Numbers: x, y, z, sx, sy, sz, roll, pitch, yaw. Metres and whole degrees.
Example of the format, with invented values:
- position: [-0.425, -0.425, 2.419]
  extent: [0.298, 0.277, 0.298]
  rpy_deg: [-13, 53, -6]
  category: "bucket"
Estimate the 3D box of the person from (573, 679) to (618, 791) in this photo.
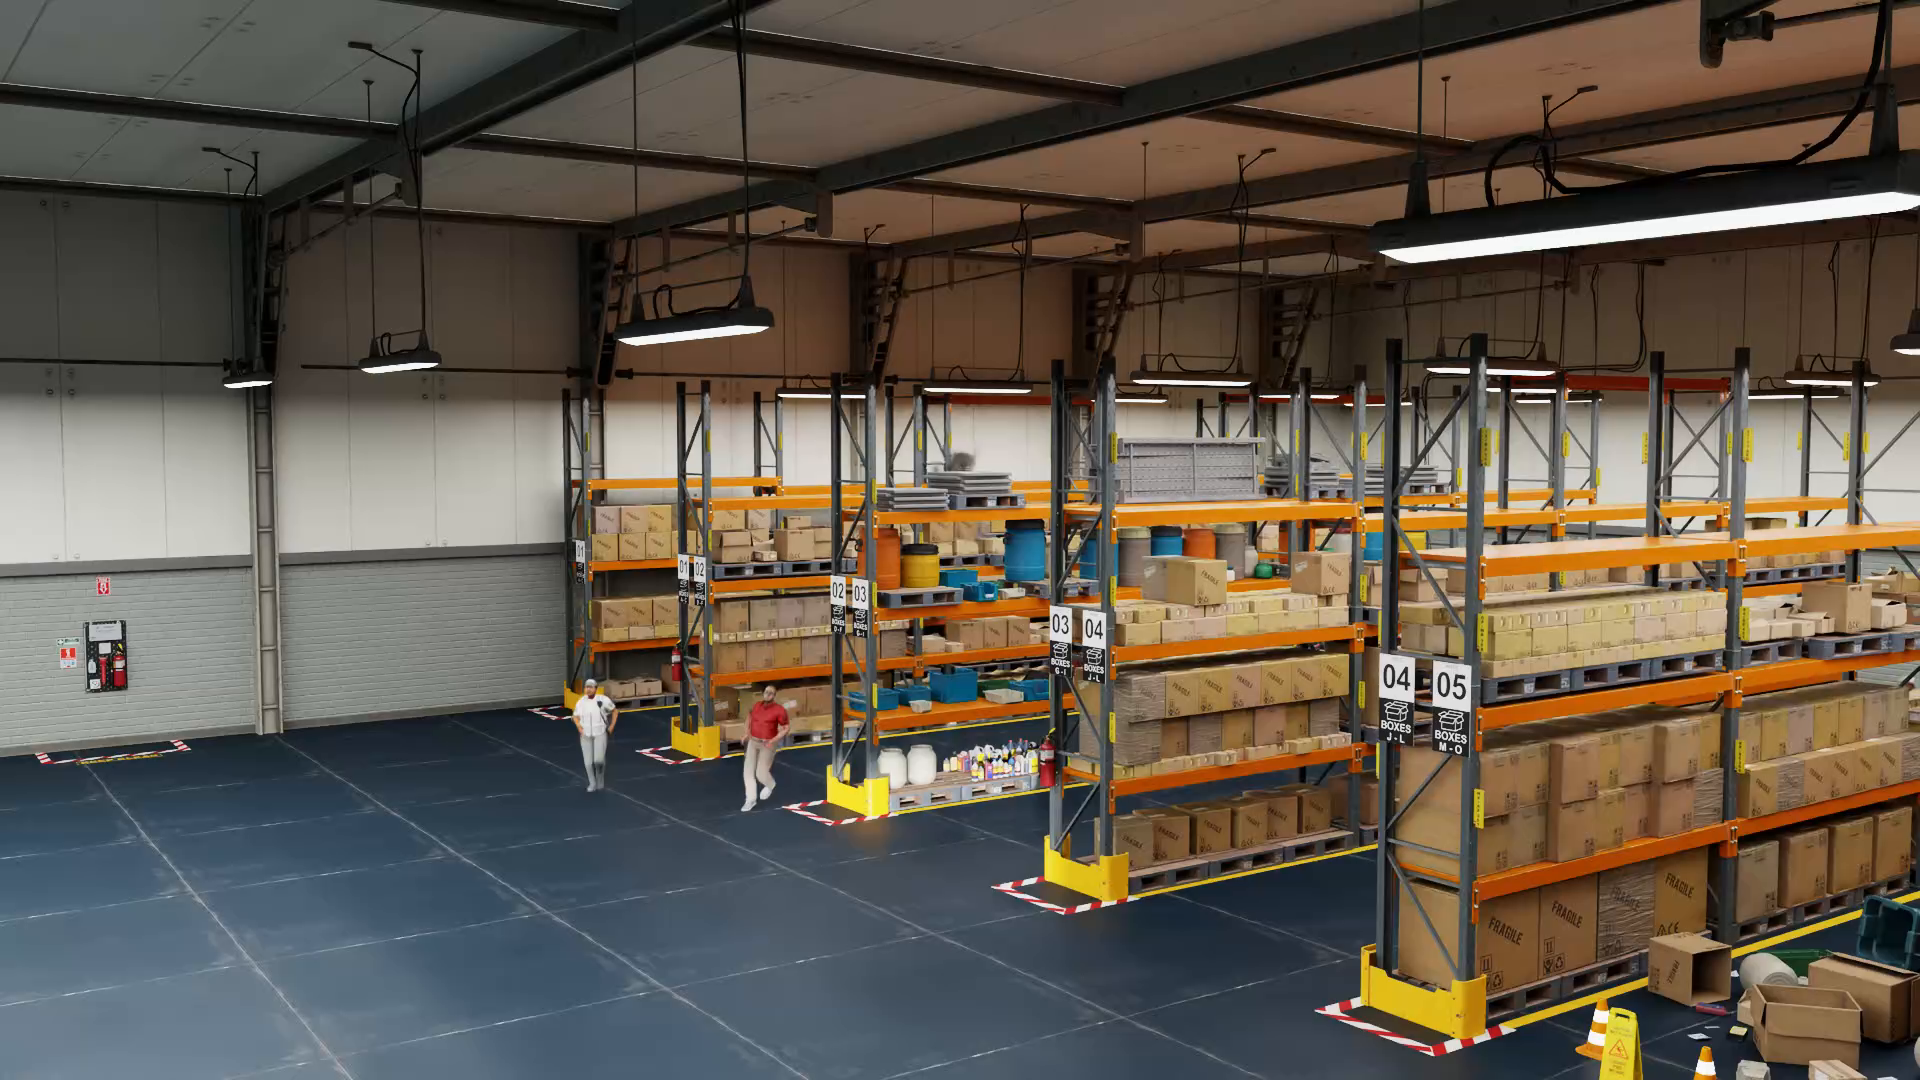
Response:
- position: [-5.267, 2.815, 23.928]
  extent: [0.618, 1.627, 0.570]
  rpy_deg: [0, 4, -1]
  category: "person"

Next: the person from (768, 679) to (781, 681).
- position: [-3.314, 2.478, 29.299]
  extent: [0.746, 1.707, 0.583]
  rpy_deg: [-3, 4, -35]
  category: "person"

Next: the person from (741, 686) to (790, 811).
- position: [-2.708, 2.862, 22.982]
  extent: [0.714, 1.701, 0.719]
  rpy_deg: [1, 4, 22]
  category: "person"

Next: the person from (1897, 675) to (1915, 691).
- position: [13.081, 2.785, 23.044]
  extent: [0.743, 1.842, 0.633]
  rpy_deg: [-2, 4, -34]
  category: "person"
